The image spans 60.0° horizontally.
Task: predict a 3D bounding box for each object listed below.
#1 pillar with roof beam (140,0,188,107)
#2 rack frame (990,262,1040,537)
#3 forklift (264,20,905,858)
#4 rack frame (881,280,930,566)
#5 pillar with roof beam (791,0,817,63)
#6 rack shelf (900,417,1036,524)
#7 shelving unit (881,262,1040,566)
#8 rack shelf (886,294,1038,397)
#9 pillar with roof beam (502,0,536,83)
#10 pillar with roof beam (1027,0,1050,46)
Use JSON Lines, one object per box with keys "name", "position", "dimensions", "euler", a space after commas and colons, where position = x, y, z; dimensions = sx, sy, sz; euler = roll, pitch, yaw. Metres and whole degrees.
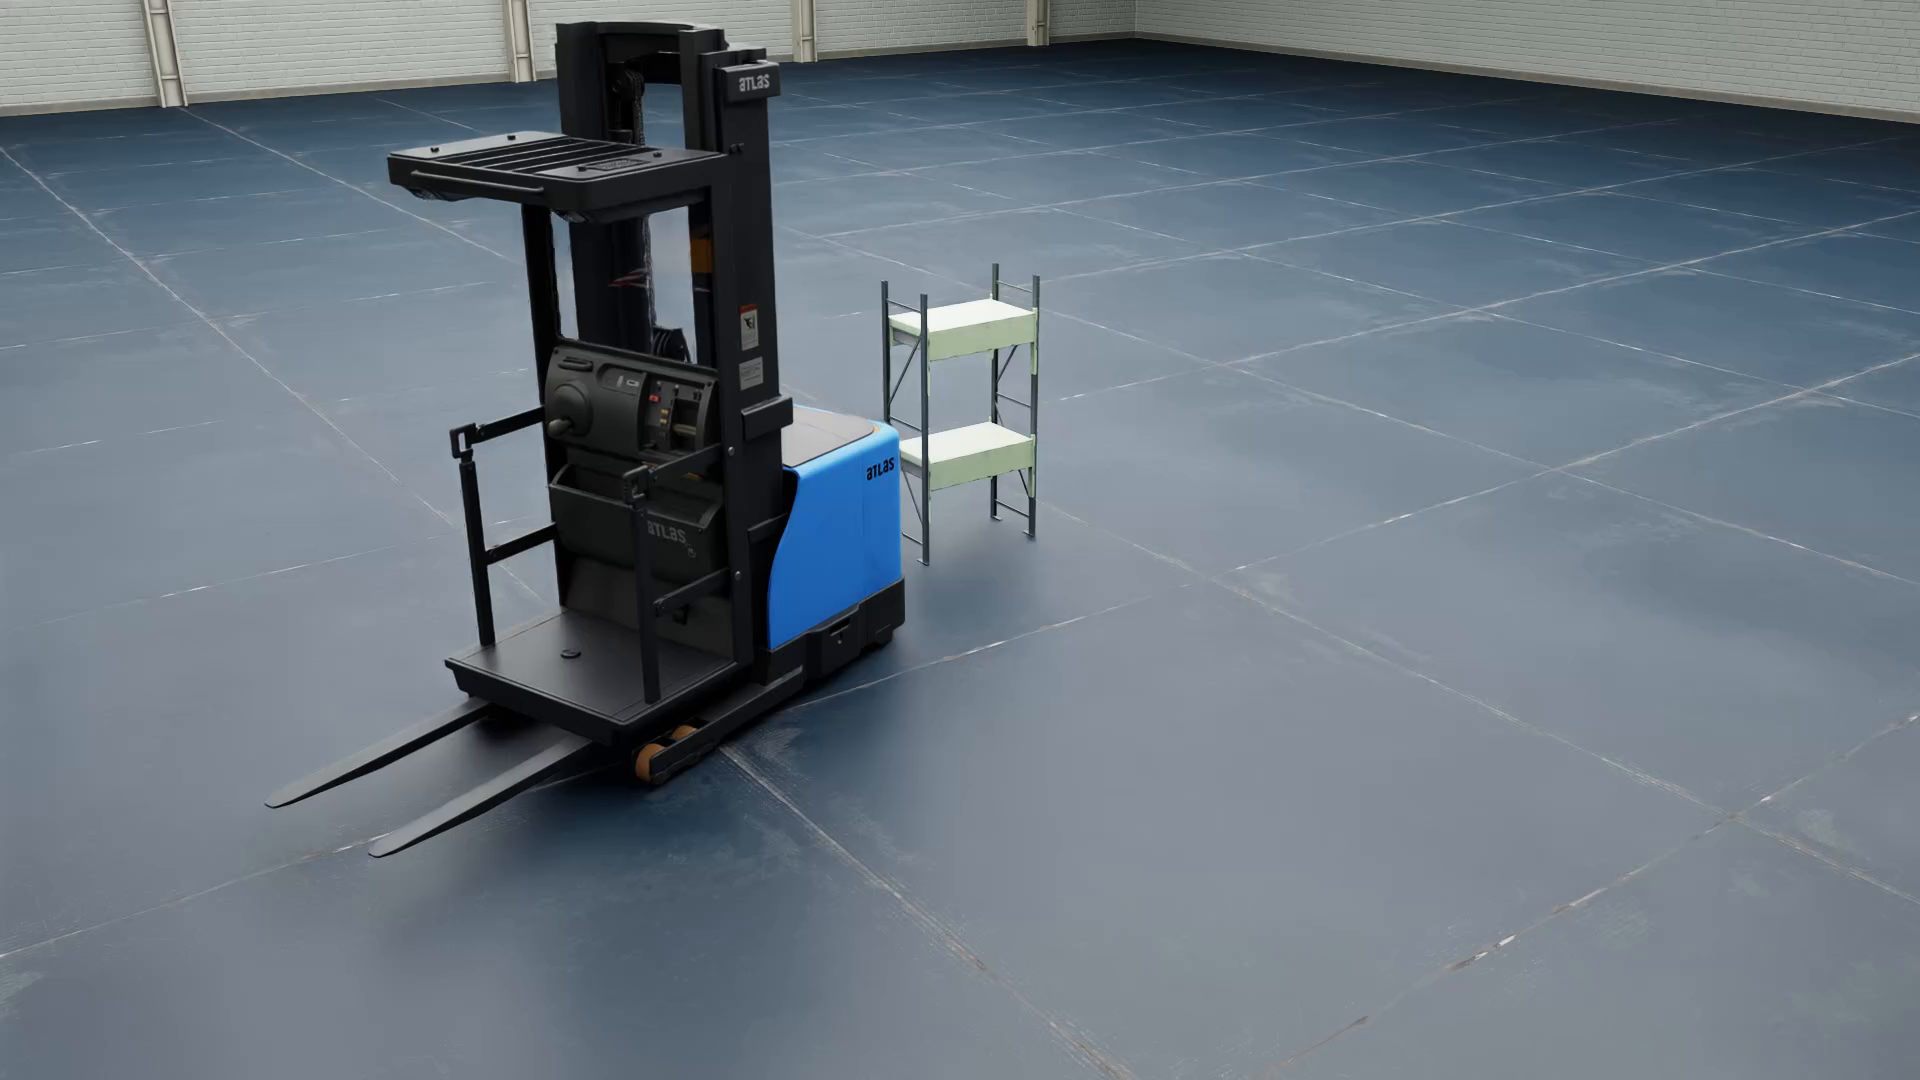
{"name": "pillar with roof beam", "position": [-10.364, -9.996, 22.304], "dimensions": [0.400, 9.000, 9.100], "euler": [-15, 26, -33]}
{"name": "rack frame", "position": [0.303, -0.777, 9.321], "dimensions": [0.023, 1.500, 0.400], "euler": [-15, 26, -33]}
{"name": "forklift", "position": [-1.512, -0.552, 6.826], "dimensions": [1.130, 2.935, 3.031], "euler": [14, 26, 31]}
{"name": "rack frame", "position": [-0.292, -0.619, 8.923], "dimensions": [0.023, 1.500, 0.400], "euler": [-15, 26, -33]}
{"name": "pillar with roof beam", "position": [-0.623, -12.593, 28.813], "dimensions": [0.400, 9.000, 9.100], "euler": [-15, 26, -33]}
{"name": "rack shelf", "position": [0.005, -0.395, 9.243], "dimensions": [0.720, 0.370, 0.431], "euler": [-15, 26, -33]}
{"name": "shelving unit", "position": [0.005, -0.698, 9.122], "dimensions": [0.755, 1.500, 0.431], "euler": [-15, 26, -33]}
{"name": "rack shelf", "position": [0.005, -1.061, 8.977], "dimensions": [0.720, 0.370, 0.431], "euler": [-15, 26, -33]}
{"name": "pillar with roof beam", "position": [-5.493, -11.294, 25.559], "dimensions": [0.400, 9.000, 9.100], "euler": [-15, 26, -33]}
{"name": "pillar with roof beam", "position": [4.248, -13.892, 32.068], "dimensions": [0.400, 9.000, 9.100], "euler": [-15, 26, -33]}
